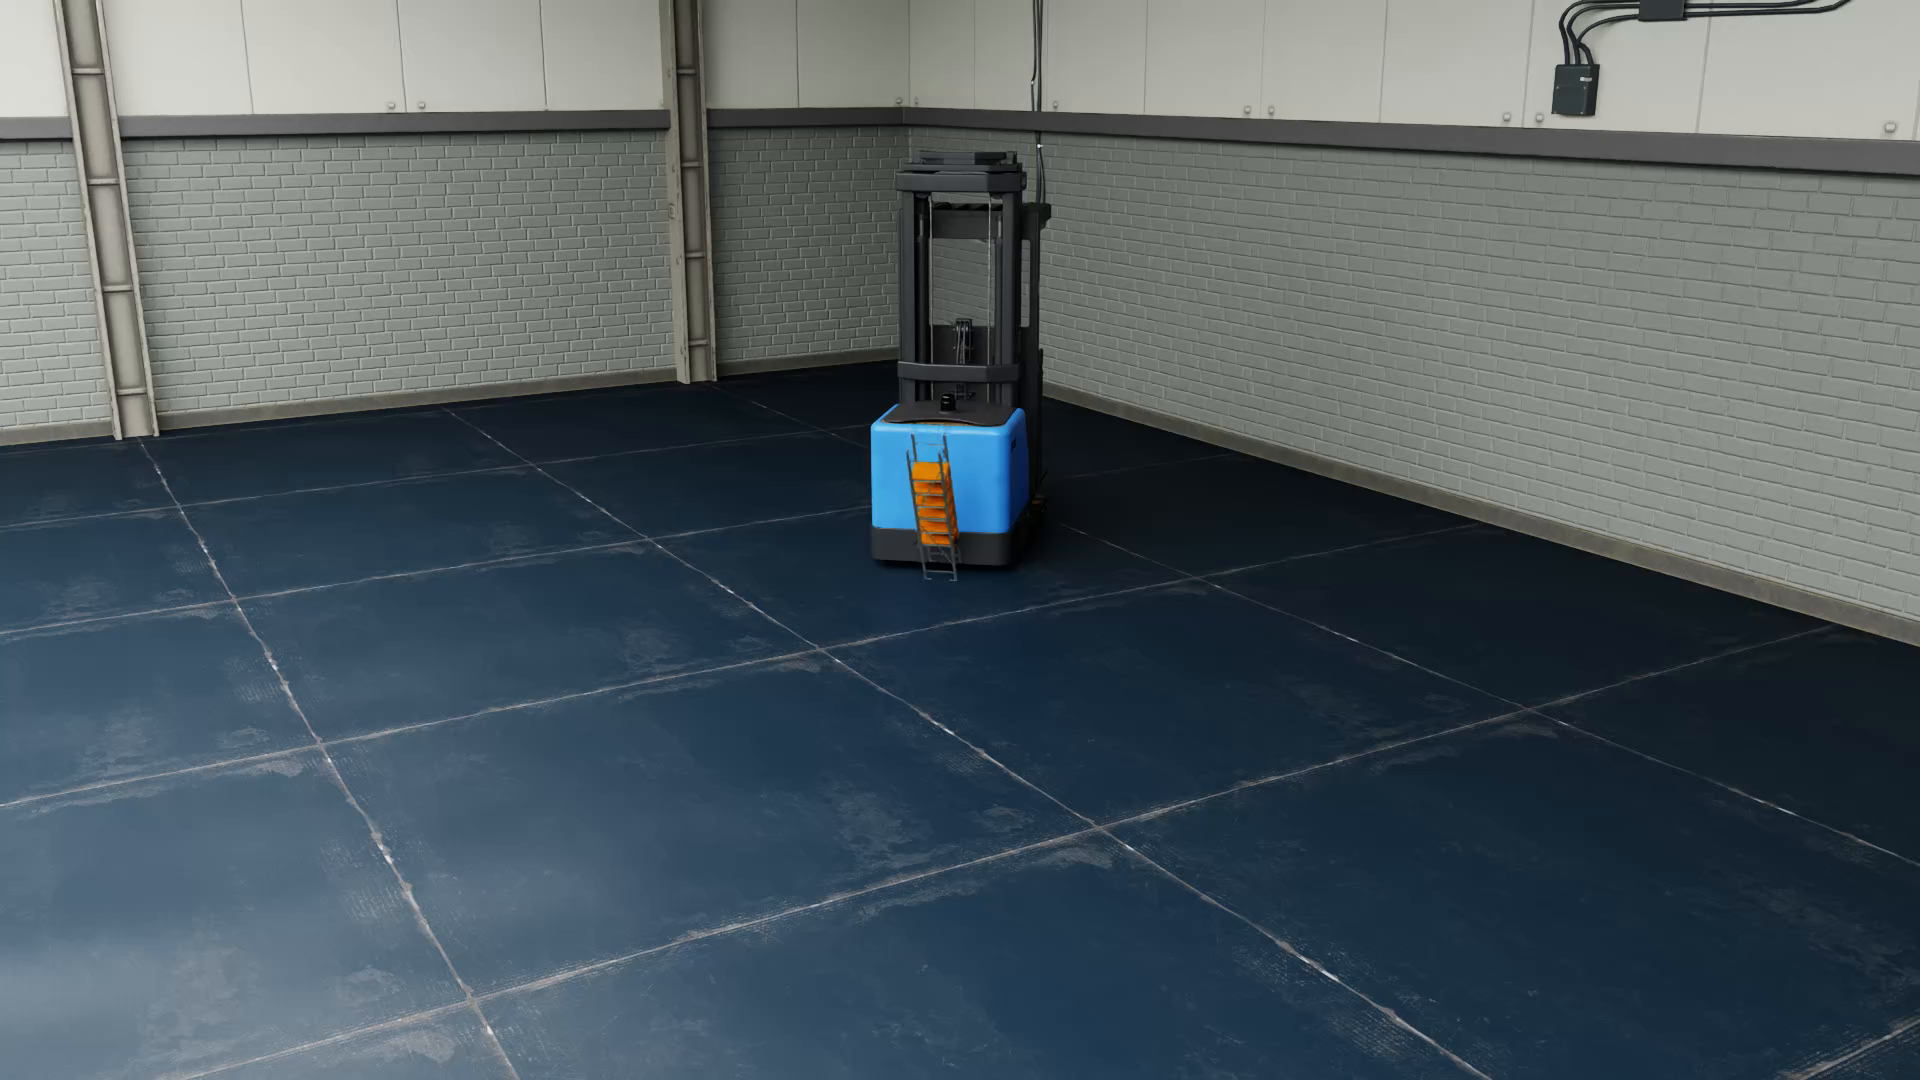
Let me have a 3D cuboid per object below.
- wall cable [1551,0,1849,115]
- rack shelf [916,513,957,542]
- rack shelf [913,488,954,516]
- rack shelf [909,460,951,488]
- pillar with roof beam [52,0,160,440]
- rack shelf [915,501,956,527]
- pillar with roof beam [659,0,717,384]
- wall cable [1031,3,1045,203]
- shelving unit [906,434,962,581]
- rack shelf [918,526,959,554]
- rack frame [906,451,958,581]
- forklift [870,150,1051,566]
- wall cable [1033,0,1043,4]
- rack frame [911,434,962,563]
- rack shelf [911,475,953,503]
[{"bbox_3d":[4.973,-5.761,10.489,0.169,6.003,2.305,-9,18,-30],"label":"wall cable"},{"bbox_3d":[-0.160,-0.093,11.646,0.258,0.103,0.180,3,44,11],"label":"rack shelf"},{"bbox_3d":[-0.181,-0.267,11.482,0.258,0.103,0.180,3,44,11],"label":"rack shelf"},{"bbox_3d":[-0.203,-0.440,11.318,0.258,0.103,0.180,3,44,11],"label":"rack shelf"},{"bbox_3d":[-6.034,-4.389,11.893,0.400,9.000,9.100,-9,18,-30],"label":"pillar with roof beam"},{"bbox_3d":[-0.171,-0.180,11.564,0.258,0.103,0.180,3,44,11],"label":"rack shelf"},{"bbox_3d":[-0.891,-5.223,14.869,0.400,9.000,9.100,-9,18,-30],"label":"pillar with roof beam"},{"bbox_3d":[0.098,-4.827,19.211,0.112,2.526,3.097,-9,18,-30],"label":"wall cable"},{"bbox_3d":[-0.175,-0.212,11.534,0.258,1.200,0.189,3,44,11],"label":"shelving unit"},{"bbox_3d":[-0.149,-0.006,11.729,0.258,0.103,0.180,3,44,11],"label":"rack shelf"},{"bbox_3d":[-0.190,-0.149,11.469,0.240,1.200,0.006,3,44,11],"label":"rack frame"},{"bbox_3d":[0.113,-1.579,13.112,1.130,2.935,3.031,3,16,10],"label":"forklift"},{"bbox_3d":[1.491,-6.633,16.296,0.112,2.526,3.097,-9,18,-30],"label":"wall cable"},{"bbox_3d":[-0.159,-0.275,11.598,0.240,1.200,0.006,3,44,11],"label":"rack frame"},{"bbox_3d":[-0.192,-0.353,11.400,0.258,0.103,0.180,3,44,11],"label":"rack shelf"}]
